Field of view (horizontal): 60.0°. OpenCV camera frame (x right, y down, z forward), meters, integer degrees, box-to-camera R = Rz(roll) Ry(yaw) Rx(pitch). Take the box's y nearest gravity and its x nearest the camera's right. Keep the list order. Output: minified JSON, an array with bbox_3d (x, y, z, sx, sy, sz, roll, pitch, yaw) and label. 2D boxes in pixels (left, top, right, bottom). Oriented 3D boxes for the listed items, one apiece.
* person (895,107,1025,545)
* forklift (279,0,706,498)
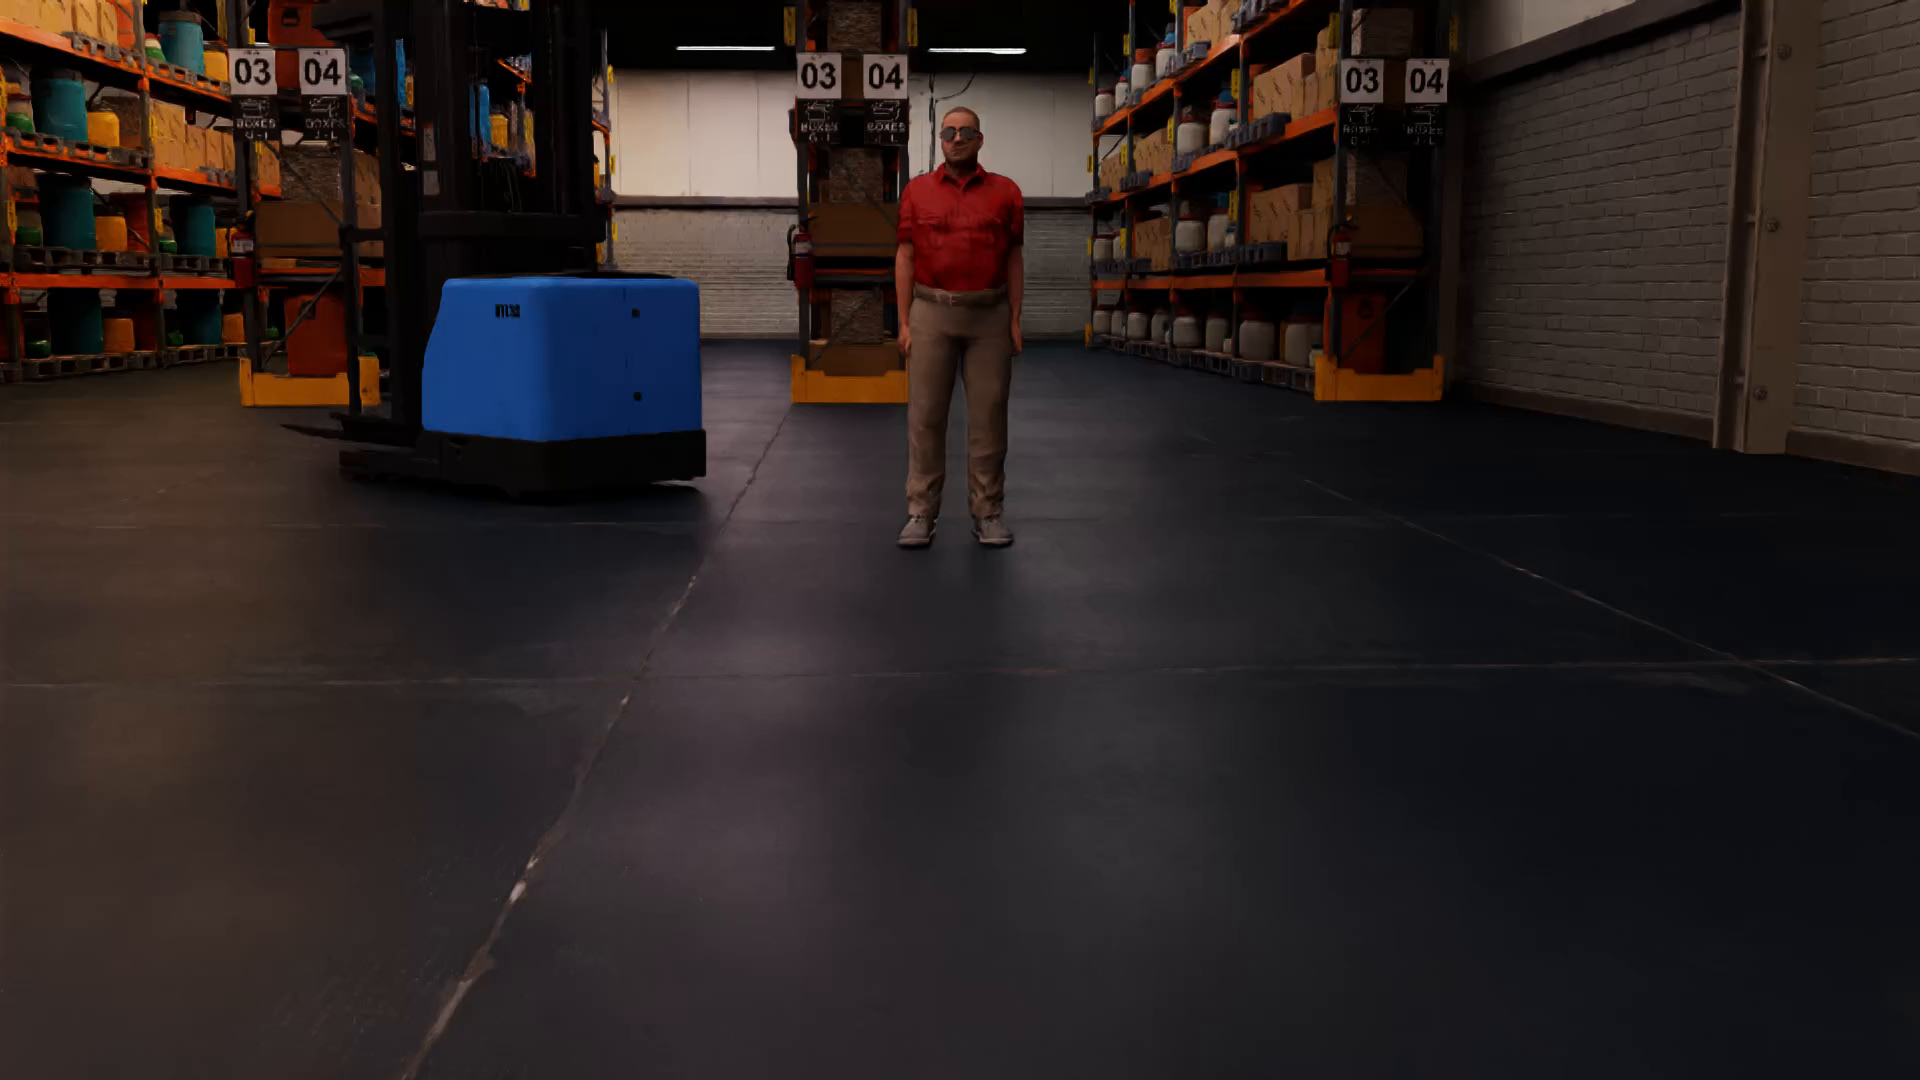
[{"bbox_3d":[0.002,-0.850,6.658,0.523,1.730,0.365,-1,8,-4],"label":"person"},{"bbox_3d":[-2.735,-1.808,9.006,3.031,2.935,1.130,8,11,42],"label":"forklift"}]
